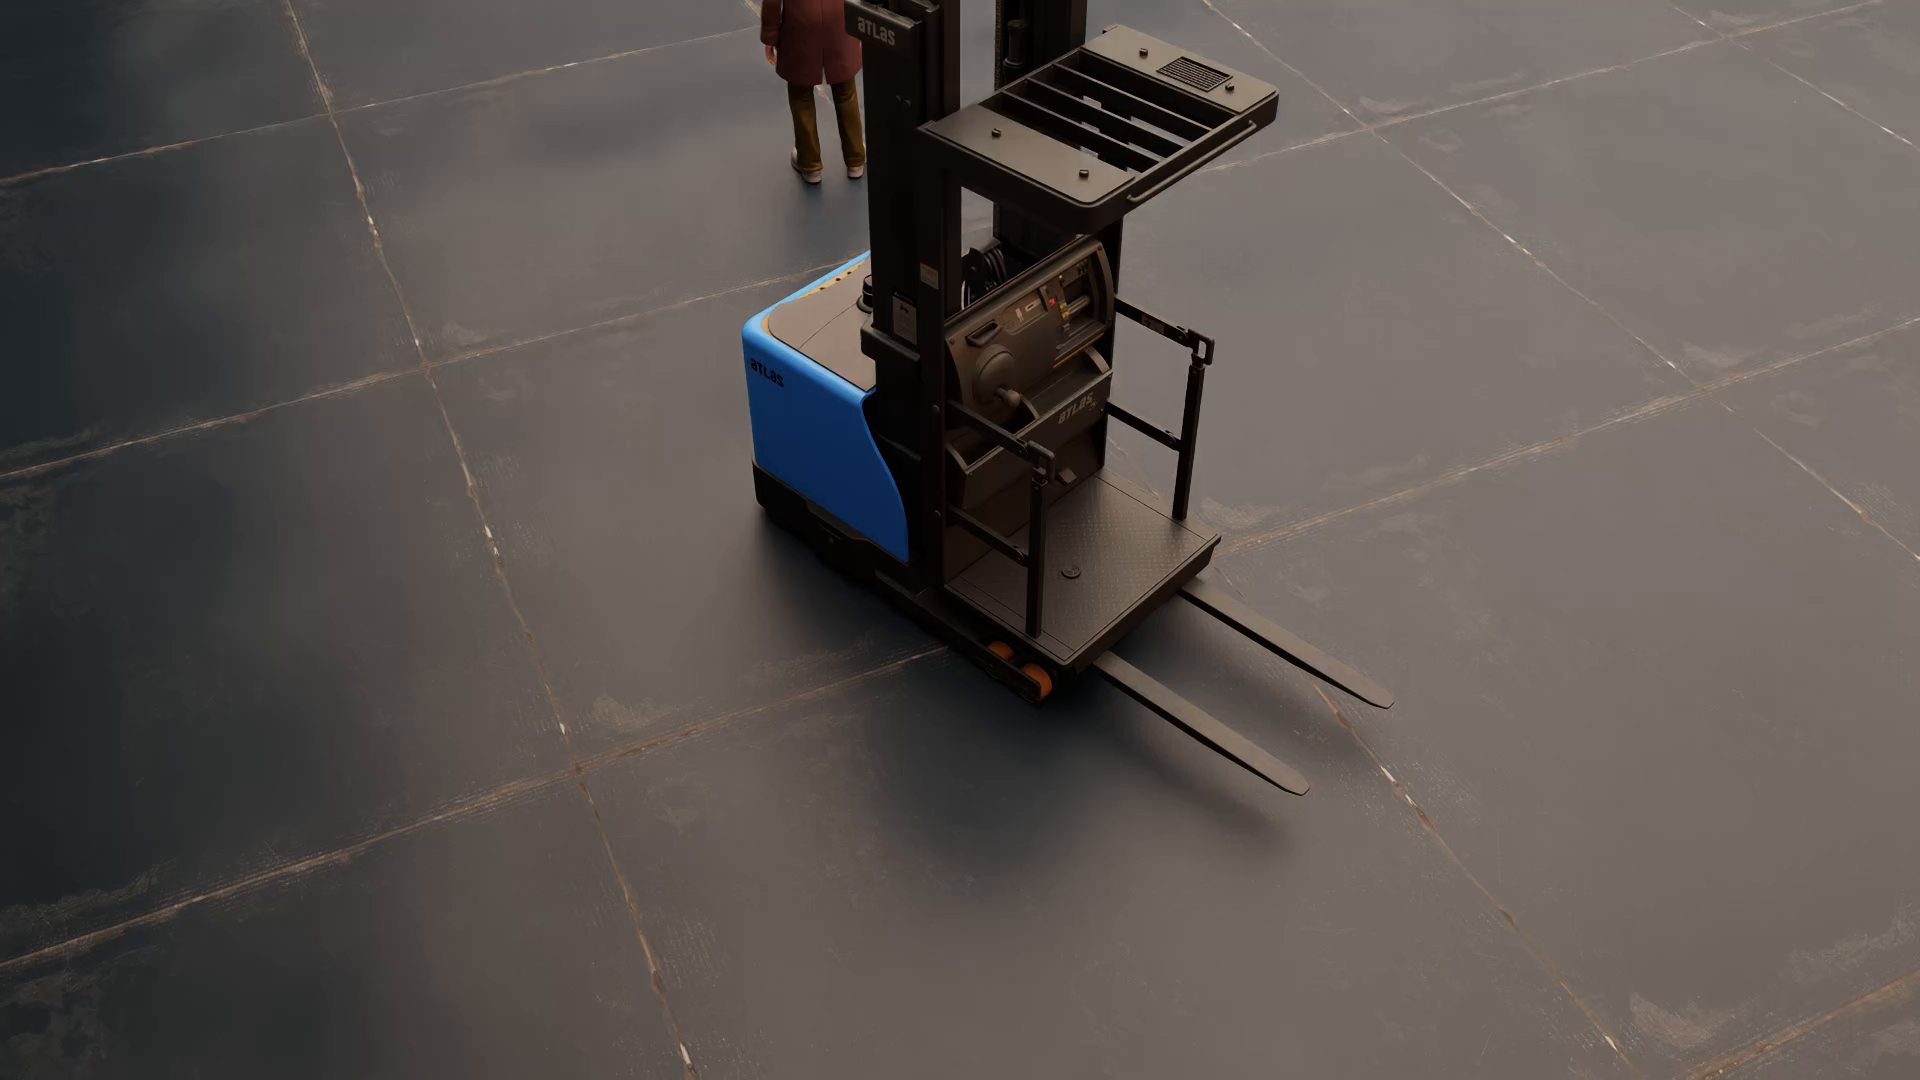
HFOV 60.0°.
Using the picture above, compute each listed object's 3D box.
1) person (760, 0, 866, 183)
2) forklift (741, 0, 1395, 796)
[{"bbox_3d":[-0.841,-2.936,9.674,0.652,1.773,0.433,-11,44,-11],"label":"person"},{"bbox_3d":[0.445,-0.788,6.525,3.031,2.935,1.130,32,52,30],"label":"forklift"}]
